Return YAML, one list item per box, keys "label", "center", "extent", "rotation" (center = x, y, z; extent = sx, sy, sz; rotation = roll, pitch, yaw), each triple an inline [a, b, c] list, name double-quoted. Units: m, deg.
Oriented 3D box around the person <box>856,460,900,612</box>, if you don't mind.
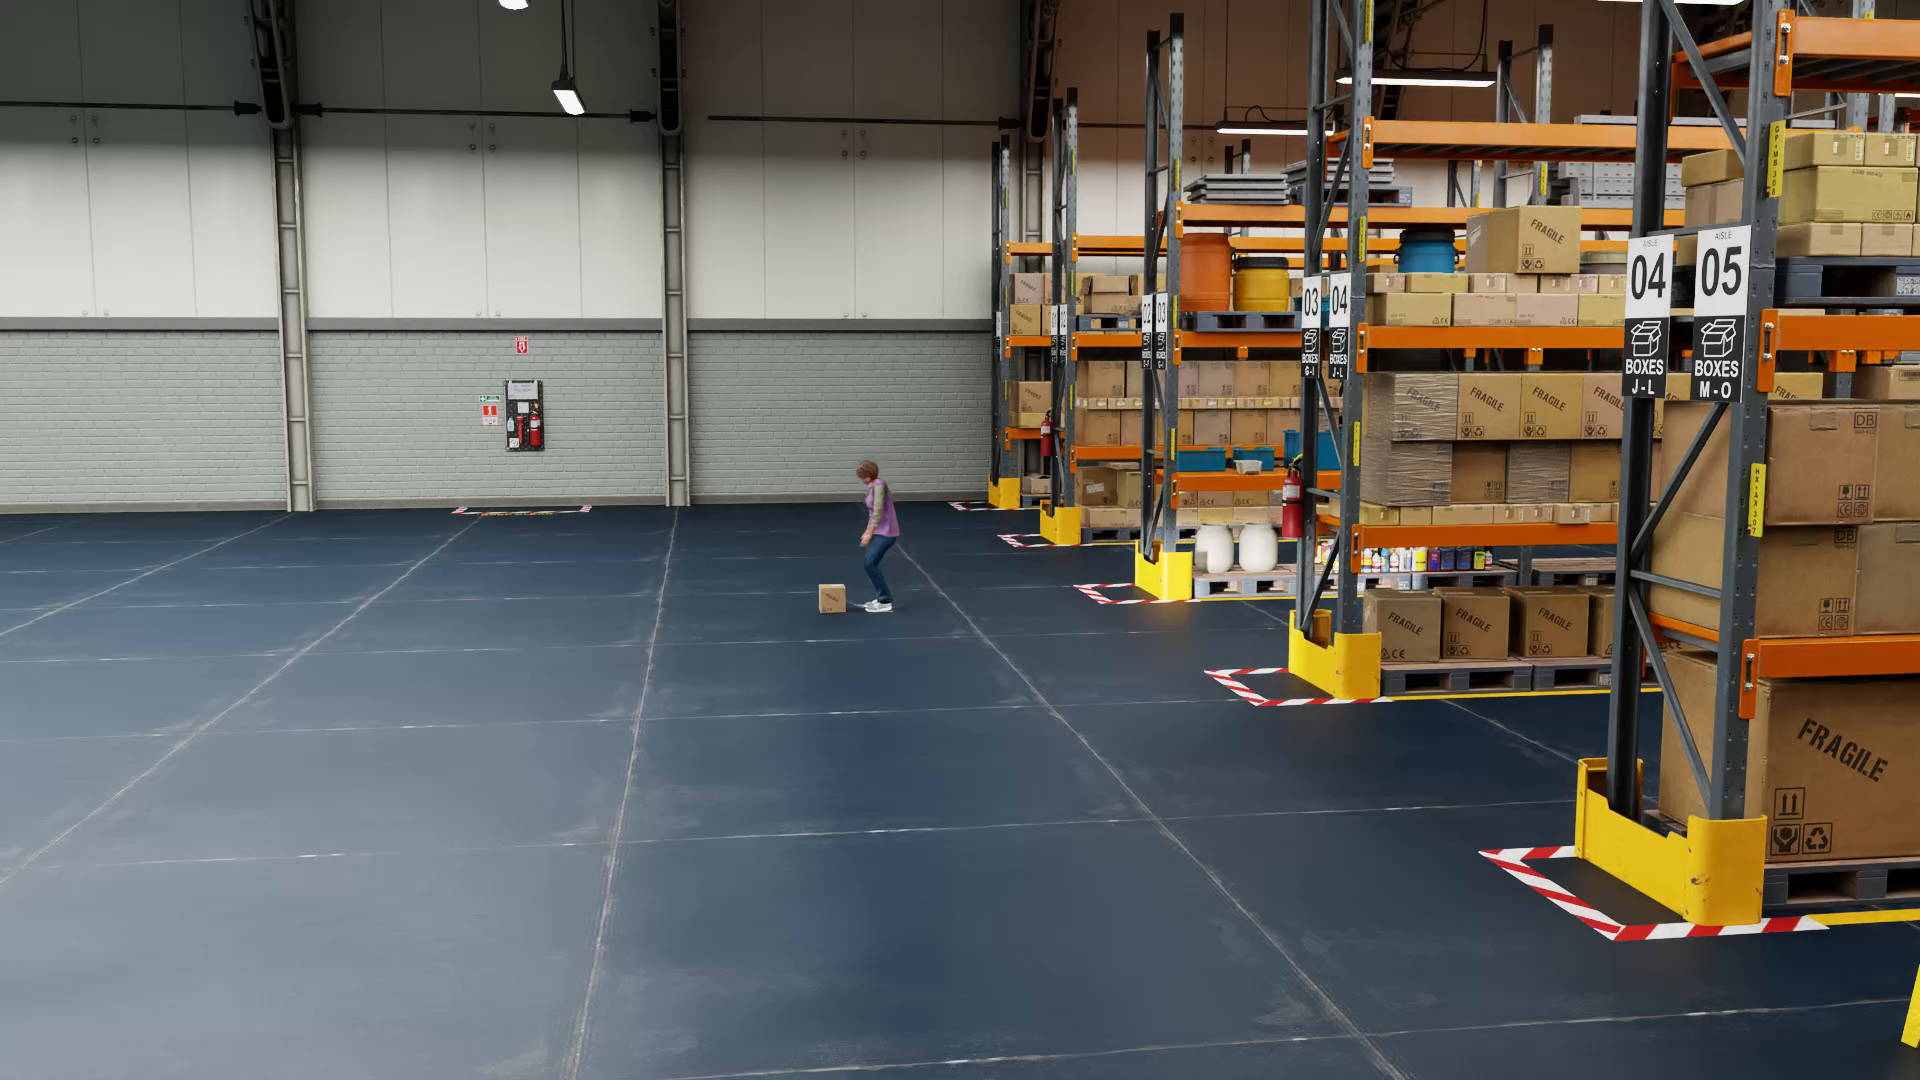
- label: "person"
  center: [-0.824, -0.043, 16.739]
  extent: [0.437, 1.526, 0.437]
  rotation: [-1, 7, -7]
